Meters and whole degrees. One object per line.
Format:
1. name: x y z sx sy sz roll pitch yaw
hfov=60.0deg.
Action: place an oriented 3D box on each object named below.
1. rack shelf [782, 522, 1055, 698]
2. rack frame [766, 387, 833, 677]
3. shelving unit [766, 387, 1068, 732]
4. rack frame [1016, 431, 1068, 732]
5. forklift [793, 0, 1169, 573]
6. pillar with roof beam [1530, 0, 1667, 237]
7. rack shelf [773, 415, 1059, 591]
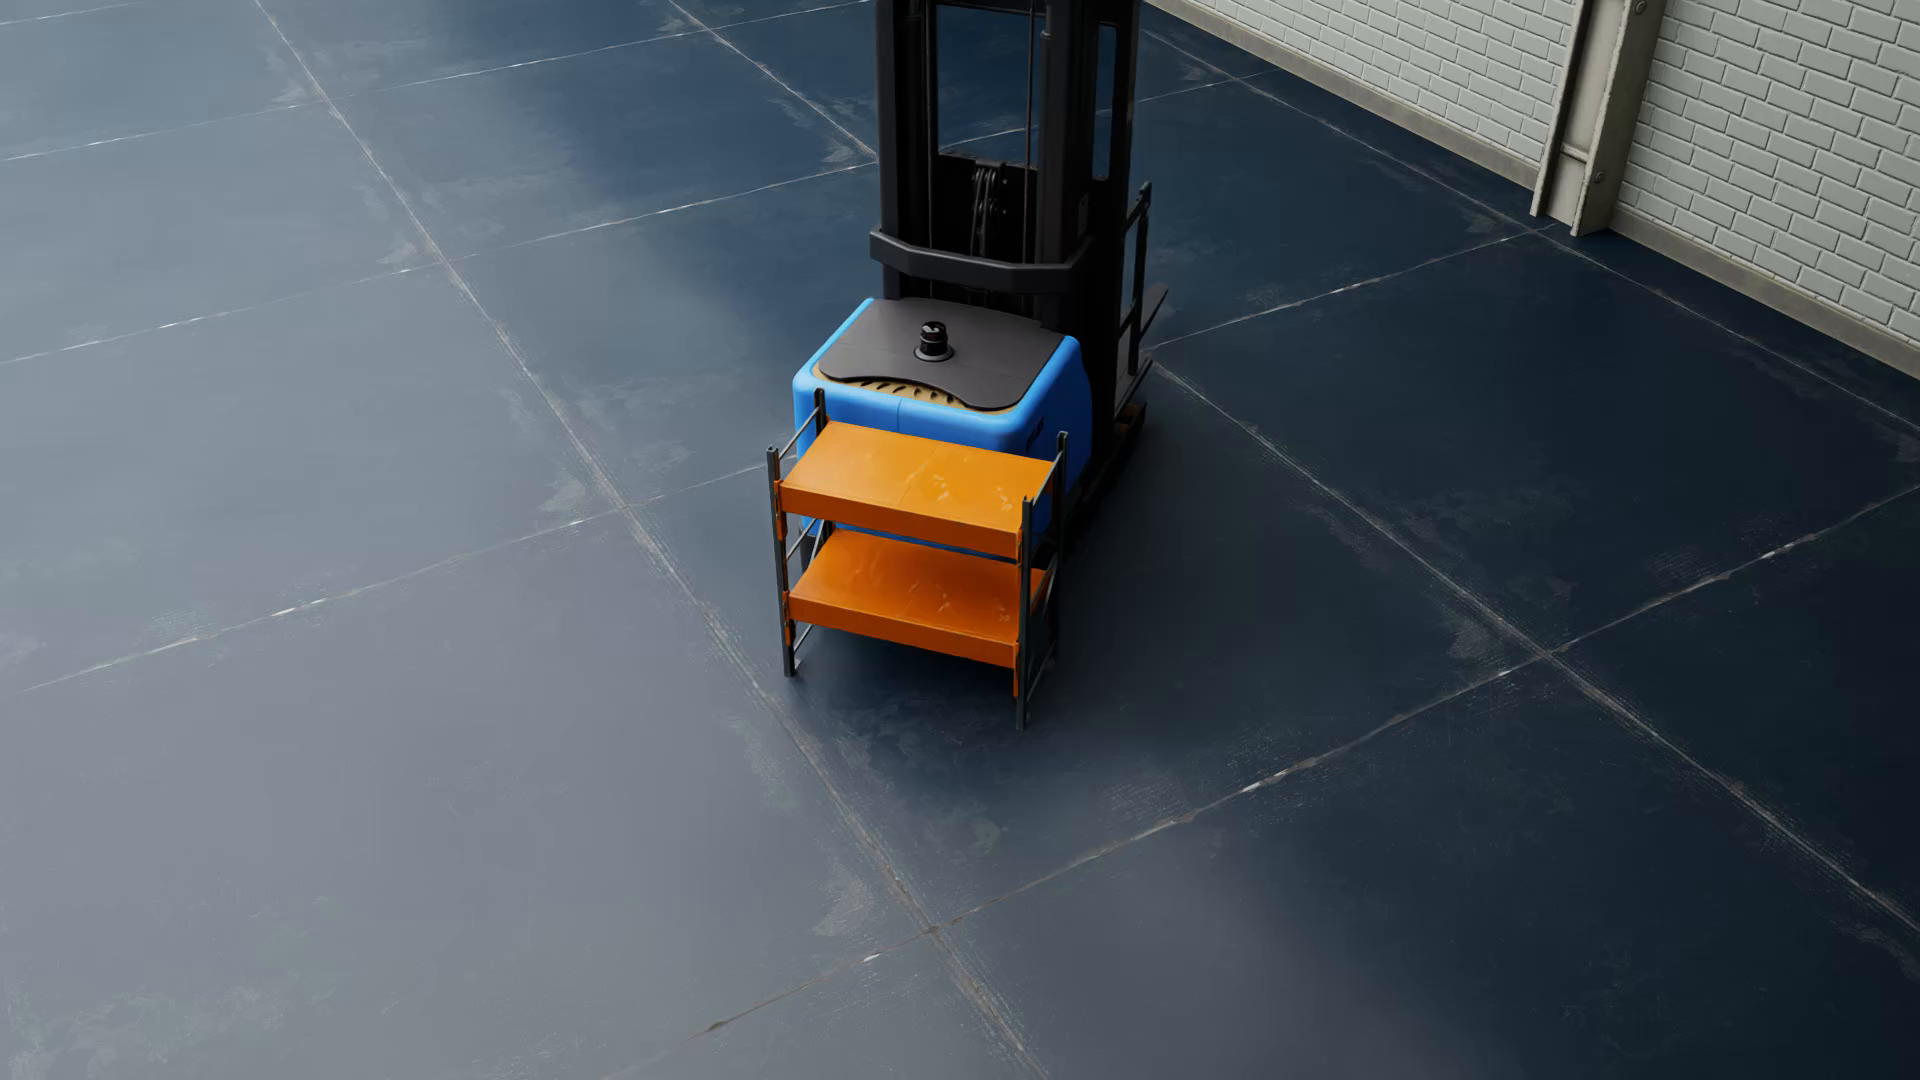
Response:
1. rack shelf: -0.159 0.275 6.835 1.000 0.278 0.538 12 38 15
2. rack frame: -0.639 -0.021 6.825 0.032 1.125 0.500 12 38 15
3. shelving unit: -0.159 0.077 6.690 1.048 1.125 0.538 12 38 15
4. rack frame: 0.321 0.175 6.556 0.032 1.125 0.500 12 38 15
5. forklift: 0.302 -1.687 7.575 1.130 2.935 3.031 13 38 17
6. pillar with roof beam: 0.138 -4.386 6.126 9.100 9.000 0.400 -19 40 -24
7. rack shelf: -0.159 -0.159 6.518 1.000 0.278 0.538 12 38 15
